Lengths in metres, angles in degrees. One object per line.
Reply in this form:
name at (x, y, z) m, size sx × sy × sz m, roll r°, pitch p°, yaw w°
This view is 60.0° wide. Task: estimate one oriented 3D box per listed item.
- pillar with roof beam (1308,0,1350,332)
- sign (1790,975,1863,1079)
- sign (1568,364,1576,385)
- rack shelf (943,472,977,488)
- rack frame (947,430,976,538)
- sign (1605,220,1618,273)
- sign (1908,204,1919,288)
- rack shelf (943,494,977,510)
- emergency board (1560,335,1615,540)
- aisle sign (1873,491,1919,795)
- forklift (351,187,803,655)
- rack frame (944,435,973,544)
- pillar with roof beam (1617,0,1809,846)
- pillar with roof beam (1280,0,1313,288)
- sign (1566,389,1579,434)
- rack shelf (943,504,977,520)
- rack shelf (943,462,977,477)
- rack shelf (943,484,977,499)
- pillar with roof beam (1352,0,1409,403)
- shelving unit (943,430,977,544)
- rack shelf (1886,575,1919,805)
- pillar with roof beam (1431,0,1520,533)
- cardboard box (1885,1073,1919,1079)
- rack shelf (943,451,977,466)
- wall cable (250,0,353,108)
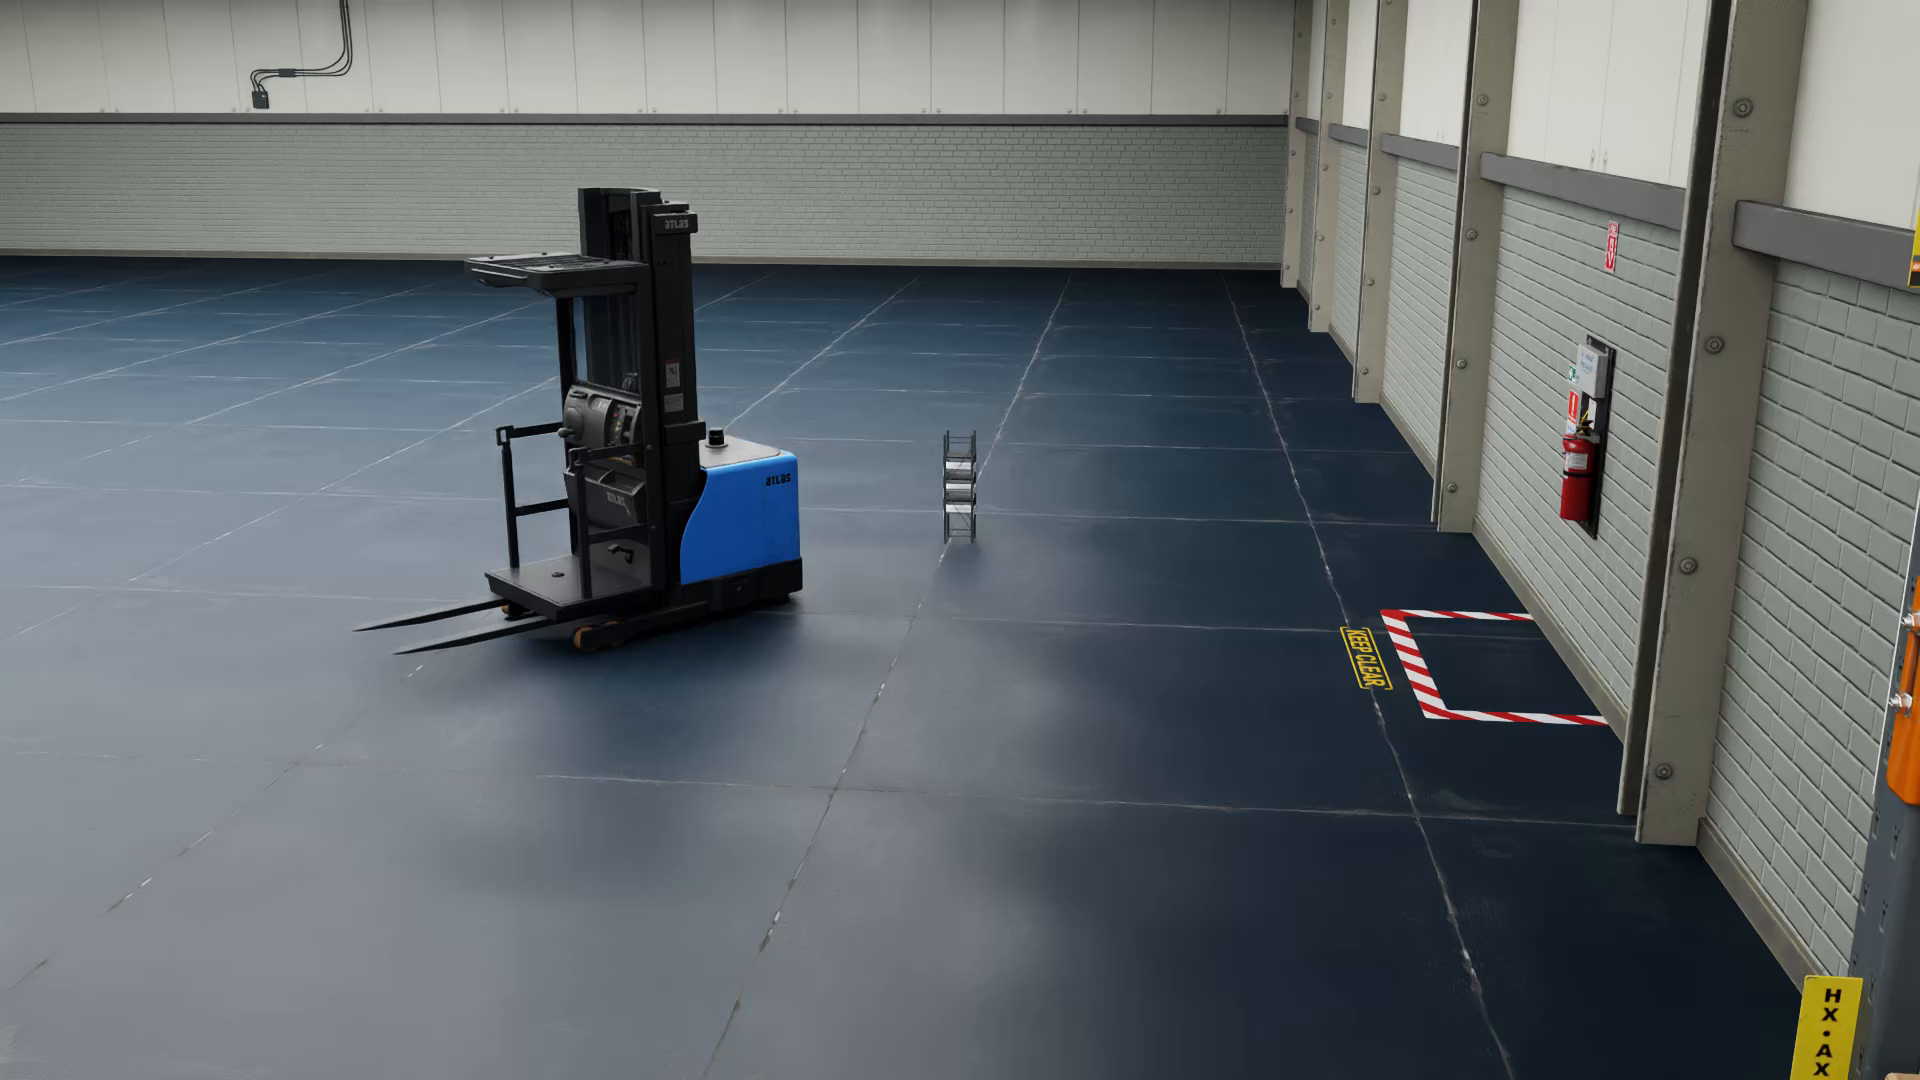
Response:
pillar with roof beam at (1.256, -7.698, 24.892) m, size 9.100 × 9.000 × 0.400 m, roll 2°, pitch 15°, yaw 6°
sign at (1.505, 0.908, 2.898) m, size 0.100 × 0.325 × 0.005 m, roll 2°, pitch 15°, yaw 6°
sign at (3.974, -1.059, 10.750) m, size 0.001 × 0.109 × 0.331 m, roll 2°, pitch 15°, yaw 6°
rack shelf at (-0.001, -0.487, 13.522) m, size 0.258 × 0.077 × 0.200 m, roll 2°, pitch 15°, yaw 6°
rack frame at (0.011, -0.459, 13.634) m, size 0.240 × 0.900 × 0.006 m, roll 2°, pitch 15°, yaw 6°
sign at (3.919, -1.765, 10.002) m, size 0.001 × 0.298 × 0.199 m, roll 2°, pitch 15°, yaw 6°
sign at (1.505, -0.544, 2.506) m, size 0.100 × 0.325 × 0.005 m, roll 2°, pitch 15°, yaw 6°
rack shelf at (-0.001, -0.313, 13.569) m, size 0.258 × 0.077 × 0.200 m, roll 2°, pitch 15°, yaw 6°
emergency board at (3.819, -0.647, 10.308) m, size 0.194 × 1.169 × 0.643 m, roll 2°, pitch 15°, yaw 6°
aisle sign at (1.755, 0.060, 2.715) m, size 0.394 × 0.787 × 0.004 m, roll 2°, pitch 15°, yaw 6°
forklift at (-2.575, -0.830, 11.115) m, size 3.031 × 2.935 × 1.130 m, roll -13°, pitch 20°, yaw -40°
rack frame at (-0.012, -0.406, 13.439) m, size 0.240 × 0.900 × 0.006 m, roll 2°, pitch 15°, yaw 6°
pillar with roof beam at (-0.775, -3.030, 7.627) m, size 9.100 × 9.000 × 0.400 m, roll 2°, pitch 15°, yaw 6°
pillar with roof beam at (1.933, -9.254, 30.647) m, size 9.100 × 9.000 × 0.400 m, roll 2°, pitch 15°, yaw 6°
sign at (3.984, -0.804, 10.822) m, size 0.001 × 0.329 × 0.234 m, roll 2°, pitch 15°, yaw 6°
rack shelf at (-0.001, -0.226, 13.592) m, size 0.258 × 0.077 × 0.200 m, roll 2°, pitch 15°, yaw 6°
rack shelf at (-0.001, -0.574, 13.499) m, size 0.258 × 0.077 × 0.200 m, roll 2°, pitch 15°, yaw 6°
rack shelf at (-0.001, -0.400, 13.546) m, size 0.258 × 0.077 × 0.200 m, roll 2°, pitch 15°, yaw 6°
pillar with roof beam at (0.579, -6.142, 19.137) m, size 9.100 × 9.000 × 0.400 m, roll 2°, pitch 15°, yaw 6°
shelving unit at (-0.001, -0.432, 13.537) m, size 0.258 × 0.900 × 0.210 m, roll 2°, pitch 15°, yaw 6°
rack shelf at (1.819, 0.760, 0.736) m, size 1.077 × 0.370 × 4.000 m, roll 2°, pitch 15°, yaw 6°
pillar with roof beam at (-0.098, -4.586, 13.382) m, size 9.100 × 9.000 × 0.400 m, roll 2°, pitch 15°, yaw 6°
cardboard box at (1.692, 1.158, 2.446) m, size 0.500 × 0.500 × 0.500 m, roll 2°, pitch 15°, yaw 6°
rack shelf at (-0.001, -0.661, 13.475) m, size 0.258 × 0.077 × 0.200 m, roll 2°, pitch 15°, yaw 6°
wall cable at (-14.011, -12.139, 34.798) m, size 2.305 × 6.003 × 0.169 m, roll 2°, pitch 15°, yaw 6°
